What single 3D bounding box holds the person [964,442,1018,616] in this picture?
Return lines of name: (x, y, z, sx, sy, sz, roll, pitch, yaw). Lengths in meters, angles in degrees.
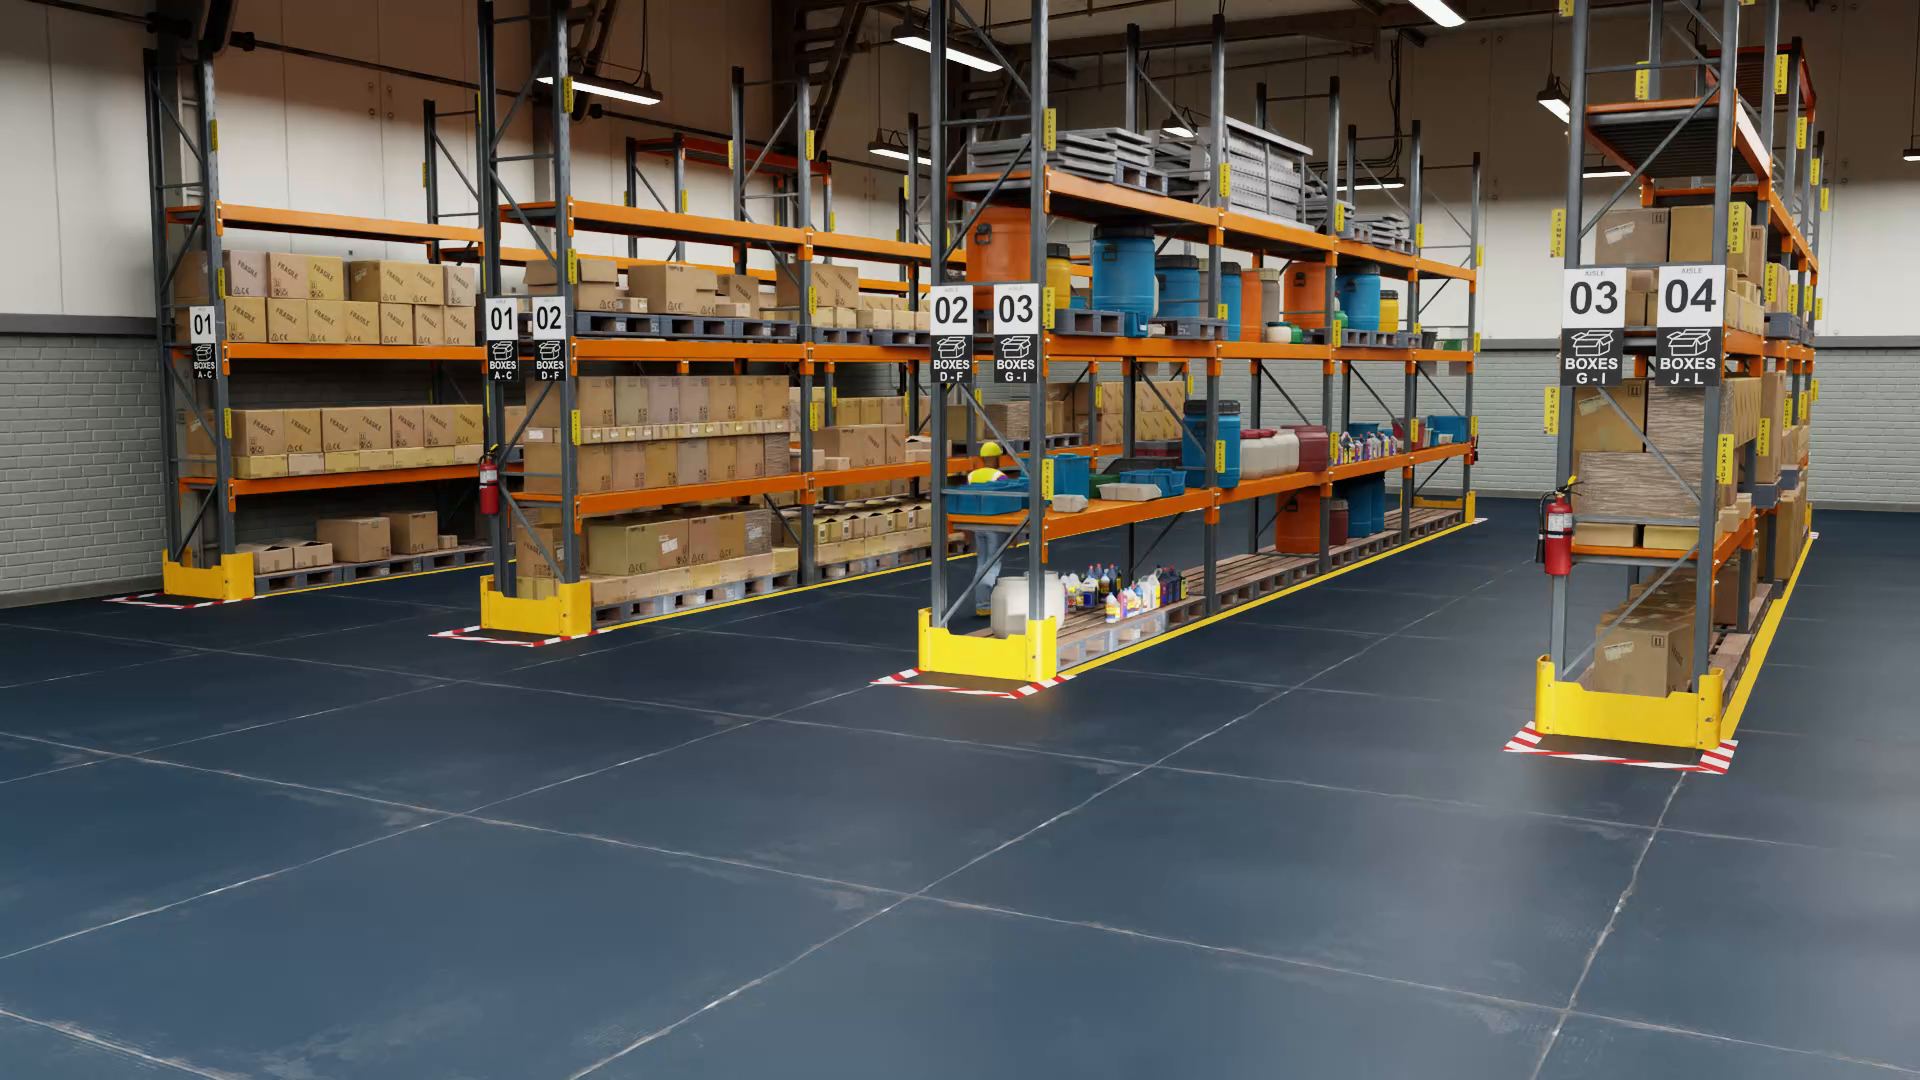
person: (0.324, -0.114, 16.953, 0.643, 1.766, 0.377, 6, 8, 44)
